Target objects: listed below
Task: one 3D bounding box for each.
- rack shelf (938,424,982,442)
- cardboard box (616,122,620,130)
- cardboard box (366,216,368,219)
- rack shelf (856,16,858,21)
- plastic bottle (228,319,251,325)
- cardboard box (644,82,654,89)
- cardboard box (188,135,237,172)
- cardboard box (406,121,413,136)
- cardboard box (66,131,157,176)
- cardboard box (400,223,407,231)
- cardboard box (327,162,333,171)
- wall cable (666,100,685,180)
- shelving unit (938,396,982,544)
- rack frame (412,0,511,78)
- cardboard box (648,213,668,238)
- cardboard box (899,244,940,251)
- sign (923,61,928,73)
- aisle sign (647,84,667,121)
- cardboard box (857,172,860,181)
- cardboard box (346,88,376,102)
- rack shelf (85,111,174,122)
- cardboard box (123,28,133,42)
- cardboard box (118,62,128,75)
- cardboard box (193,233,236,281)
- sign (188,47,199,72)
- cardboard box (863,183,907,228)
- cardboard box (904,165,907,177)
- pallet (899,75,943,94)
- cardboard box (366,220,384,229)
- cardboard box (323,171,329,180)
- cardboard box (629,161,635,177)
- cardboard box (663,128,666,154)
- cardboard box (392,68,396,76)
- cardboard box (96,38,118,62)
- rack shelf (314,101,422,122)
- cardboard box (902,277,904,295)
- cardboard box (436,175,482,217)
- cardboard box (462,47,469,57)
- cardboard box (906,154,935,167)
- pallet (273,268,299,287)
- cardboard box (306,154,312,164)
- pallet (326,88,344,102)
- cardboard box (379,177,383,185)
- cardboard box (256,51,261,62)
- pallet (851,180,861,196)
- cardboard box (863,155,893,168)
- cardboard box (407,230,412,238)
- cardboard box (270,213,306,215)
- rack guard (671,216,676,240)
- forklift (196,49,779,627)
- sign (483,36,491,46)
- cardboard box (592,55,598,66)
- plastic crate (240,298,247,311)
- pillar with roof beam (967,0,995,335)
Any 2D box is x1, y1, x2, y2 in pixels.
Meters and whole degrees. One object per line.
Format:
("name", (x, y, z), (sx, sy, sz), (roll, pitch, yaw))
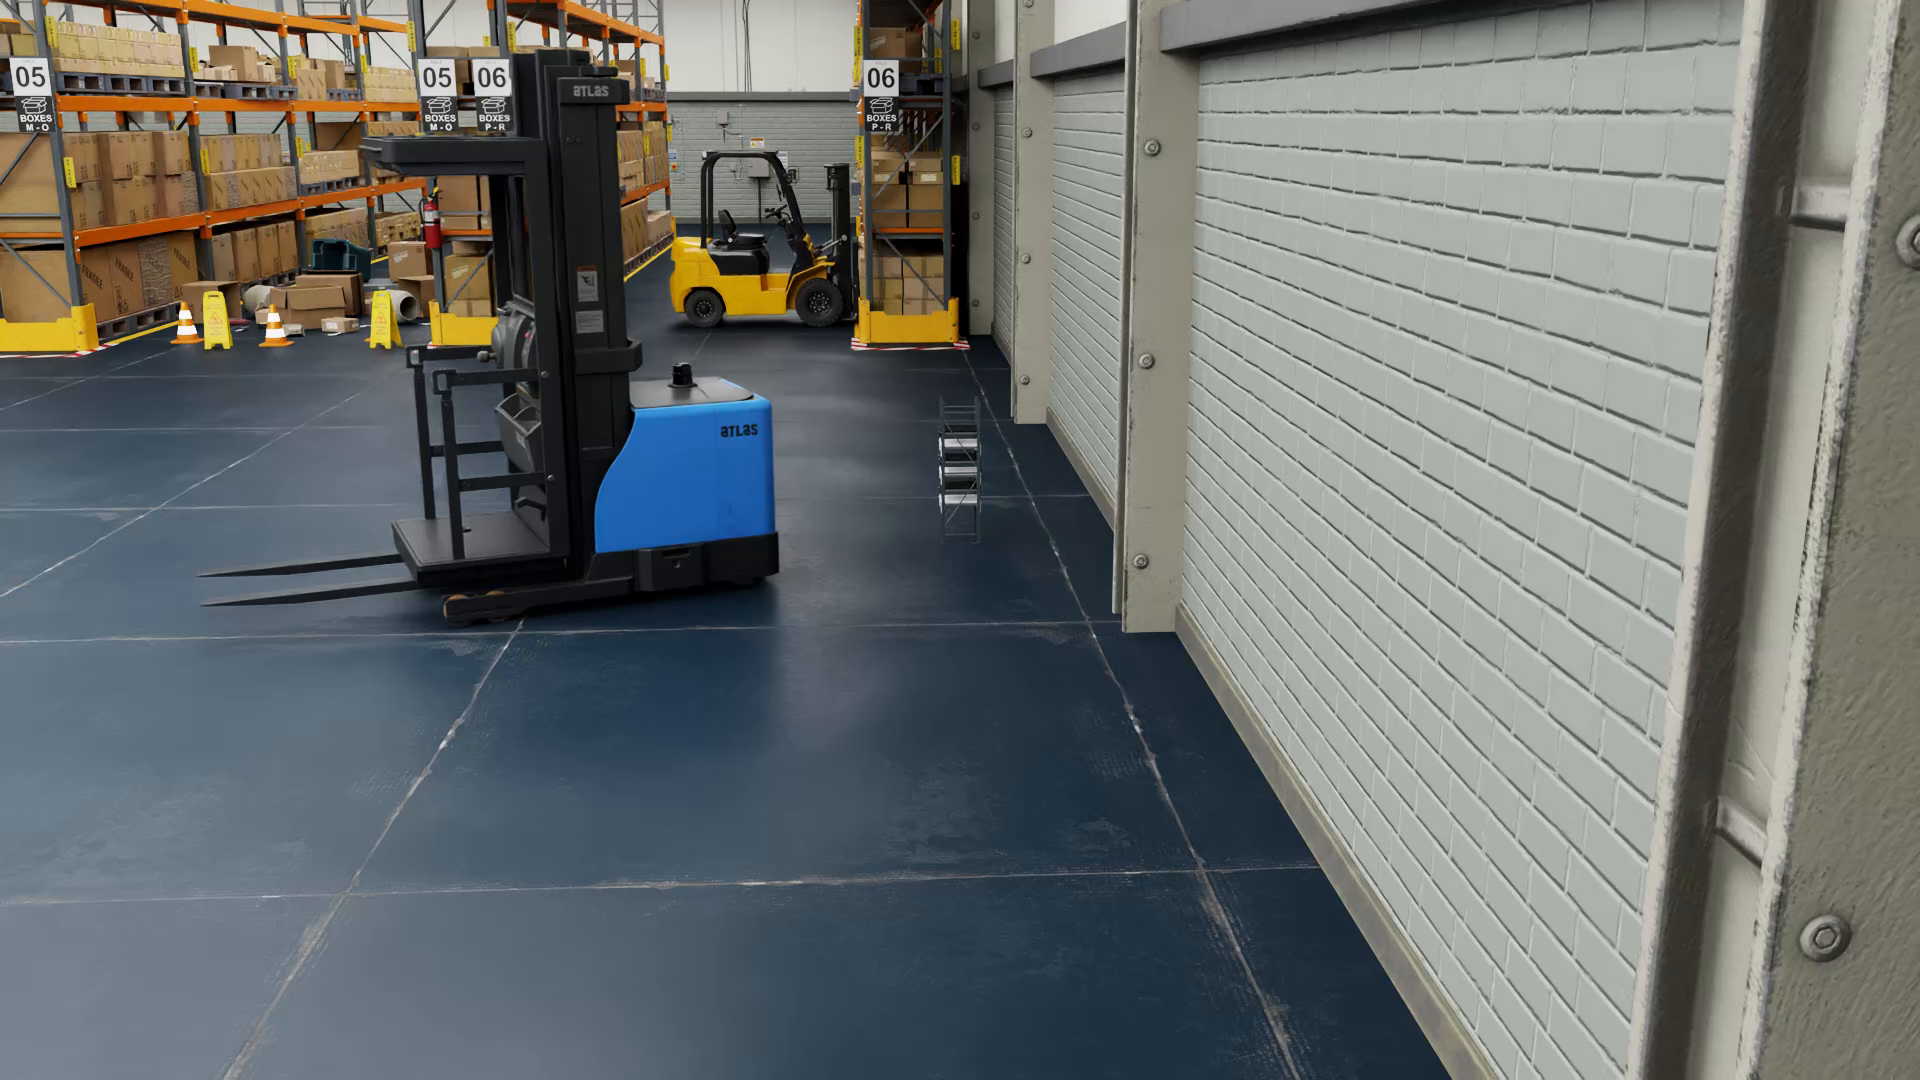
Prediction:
("rack shelf", (-0.001, -0.667, 10.363), (0.258, 0.077, 0.200), (-1, 14, -3))
("cardboard box", (-6.550, -7.713, 30.975), (0.380, 0.149, 0.250), (-1, 14, -2))
("cardboard box", (-11.581, -6.208, 32.318), (0.380, 0.149, 0.250), (-1, 14, -3))
("rack shelf", (-1.475, -9.858, 32.230), (1.077, 0.370, 4.000), (-1, 14, -3))
("plastic bottle", (-9.212, -2.787, 21.237), (0.283, 0.061, 0.133), (-6, 16, -23))
("cardboard box", (-6.329, -9.091, 33.282), (0.380, 0.149, 0.250), (-2, 15, -8))
("cardboard box", (-10.845, -5.546, 23.853), (0.700, 0.500, 0.500), (-1, 14, -3))
("cardboard box", (-11.179, -8.061, 33.033), (0.500, 0.500, 0.500), (-1, 14, -5))
("cardboard box", (-10.709, -4.868, 20.959), (0.875, 0.550, 0.550), (-1, 14, -3))
("cardboard box", (-11.093, -6.139, 32.646), (0.380, 0.149, 0.250), (0, 14, -1))
("cardboard box", (-10.923, -6.367, 28.318), (0.380, 0.149, 0.250), (0, 14, -1))
("wall cable", (-6.925, -9.631, 39.838), (0.585, 1.953, 0.123), (-1, 14, -3))
("shelving unit", (-0.001, -0.438, 10.422), (0.258, 0.900, 0.210), (-1, 14, -3))
("rack frame", (-5.561, -6.648, 18.306), (1.000, 3.000, 0.127), (-1, 14, -3))
("cardboard box", (-6.347, -6.295, 33.270), (0.875, 0.438, 0.875), (0, 14, -2))
("cardboard box", (-0.528, -3.675, 21.459), (0.500, 0.250, 0.500), (-1, 14, -5))
("sign", (-0.549, -7.558, 26.665), (0.100, 0.325, 0.005), (-1, 14, -3))
("aisle sign", (-6.248, -9.004, 34.283), (0.394, 0.787, 0.004), (-1, 14, -3))
("cardboard box", (-1.527, -6.049, 27.679), (0.380, 0.149, 0.250), (-1, 14, -2))
("cardboard box", (-11.004, -8.125, 30.366), (0.500, 0.250, 0.500), (0, 14, -1))
("rack shelf", (-16.320, -8.176, 31.707), (1.077, 0.370, 4.000), (-1, 14, -3))
("cardboard box", (-10.308, -6.141, 20.216), (0.380, 0.149, 0.250), (-1, 14, -3))
("cardboard box", (-10.292, -5.692, 20.068), (0.380, 0.149, 0.250), (-1, 14, -3))
("cardboard box", (-10.872, -3.903, 23.348), (1.050, 0.750, 0.750), (-1, 14, -4))
("sign", (-10.190, -6.386, 22.112), (0.100, 0.325, 0.005), (-1, 14, -3))
("cardboard box", (-0.900, -3.987, 19.803), (0.500, 0.500, 0.500), (-1, 14, -5))
("cardboard box", (-0.544, -4.847, 21.843), (0.380, 0.149, 0.250), (0, 14, -2))
("pallet", (-0.704, -5.711, 20.859), (1.003, 0.211, 1.213), (-1, 14, -3))
("cardboard box", (-11.012, -5.895, 31.102), (0.380, 0.149, 0.250), (0, 14, -1))
("cardboard box", (-10.902, -6.157, 28.097), (0.380, 0.149, 0.250), (-1, 14, -3))
("cardboard box", (-5.910, -6.411, 28.721), (0.500, 0.250, 0.500), (-1, 14, -2))
("cardboard box", (-6.285, -8.139, 33.930), (0.500, 0.500, 0.500), (0, 14, -2))
("cardboard box", (-11.125, -9.039, 32.114), (0.380, 0.149, 0.250), (-1, 14, -2))
("cardboard box", (-10.334, -5.793, 19.662), (0.500, 0.250, 0.500), (-1, 14, -4))
("rack shelf", (-11.363, -8.227, 31.907), (1.077, 0.370, 4.000), (-1, 14, -3))
("cardboard box", (-0.472, -3.179, 20.534), (0.500, 0.250, 0.500), (-1, 14, -4))
("cardboard box", (-5.870, -4.066, 19.512), (0.500, 0.500, 0.500), (-1, 14, -4))
("cardboard box", (-5.855, -5.604, 19.173), (0.380, 0.149, 0.250), (-1, 14, -2))
("cardboard box", (-0.502, -4.865, 21.314), (0.380, 0.149, 0.250), (0, 14, -2))
("pallet", (-11.018, -4.083, 25.973), (1.003, 0.211, 1.213), (-1, 14, -3))
("cardboard box", (-10.857, -6.247, 27.252), (0.380, 0.149, 0.250), (-1, 14, -4))
("pallet", (-11.240, -7.574, 28.302), (1.213, 0.211, 1.003), (-1, 14, -3))
("cardboard box", (-11.100, -6.776, 31.346), (0.380, 0.149, 0.250), (-2, 15, -6))
("cardboard box", (-11.276, -7.599, 26.286), (0.396, 0.266, 0.258), (-1, 14, -3))
("pallet", (-1.215, -5.885, 27.763), (1.213, 0.211, 1.003), (-1, 14, -3))
("cardboard box", (-1.019, -4.729, 20.786), (0.380, 0.149, 0.250), (-1, 14, -2))
("cardboard box", (-11.092, -6.062, 32.947), (0.380, 0.149, 0.250), (-2, 15, -6))
("cardboard box", (-11.353, -5.405, 28.183), (0.500, 0.250, 0.500), (-1, 14, -2))
("rack guard", (-6.554, -6.517, 34.854), (1.175, 0.500, 0.348), (-1, 14, -3))
("forklift", (-2.596, -1.113, 8.968), (3.031, 2.935, 1.130), (-7, 16, -25))
("sign", (-6.363, -6.622, 22.396), (0.100, 0.325, 0.005), (-1, 14, -3))
("cardboard box", (-6.231, -7.530, 26.703), (0.797, 0.503, 0.637), (-2, 15, -7))
("plastic crate", (-9.425, -3.279, 22.779), (0.450, 0.188, 0.662), (-4, 11, 28))
("pillar with roof beam", (-4.048, -6.846, 19.076), (9.100, 9.000, 0.400), (-1, 14, -3))
